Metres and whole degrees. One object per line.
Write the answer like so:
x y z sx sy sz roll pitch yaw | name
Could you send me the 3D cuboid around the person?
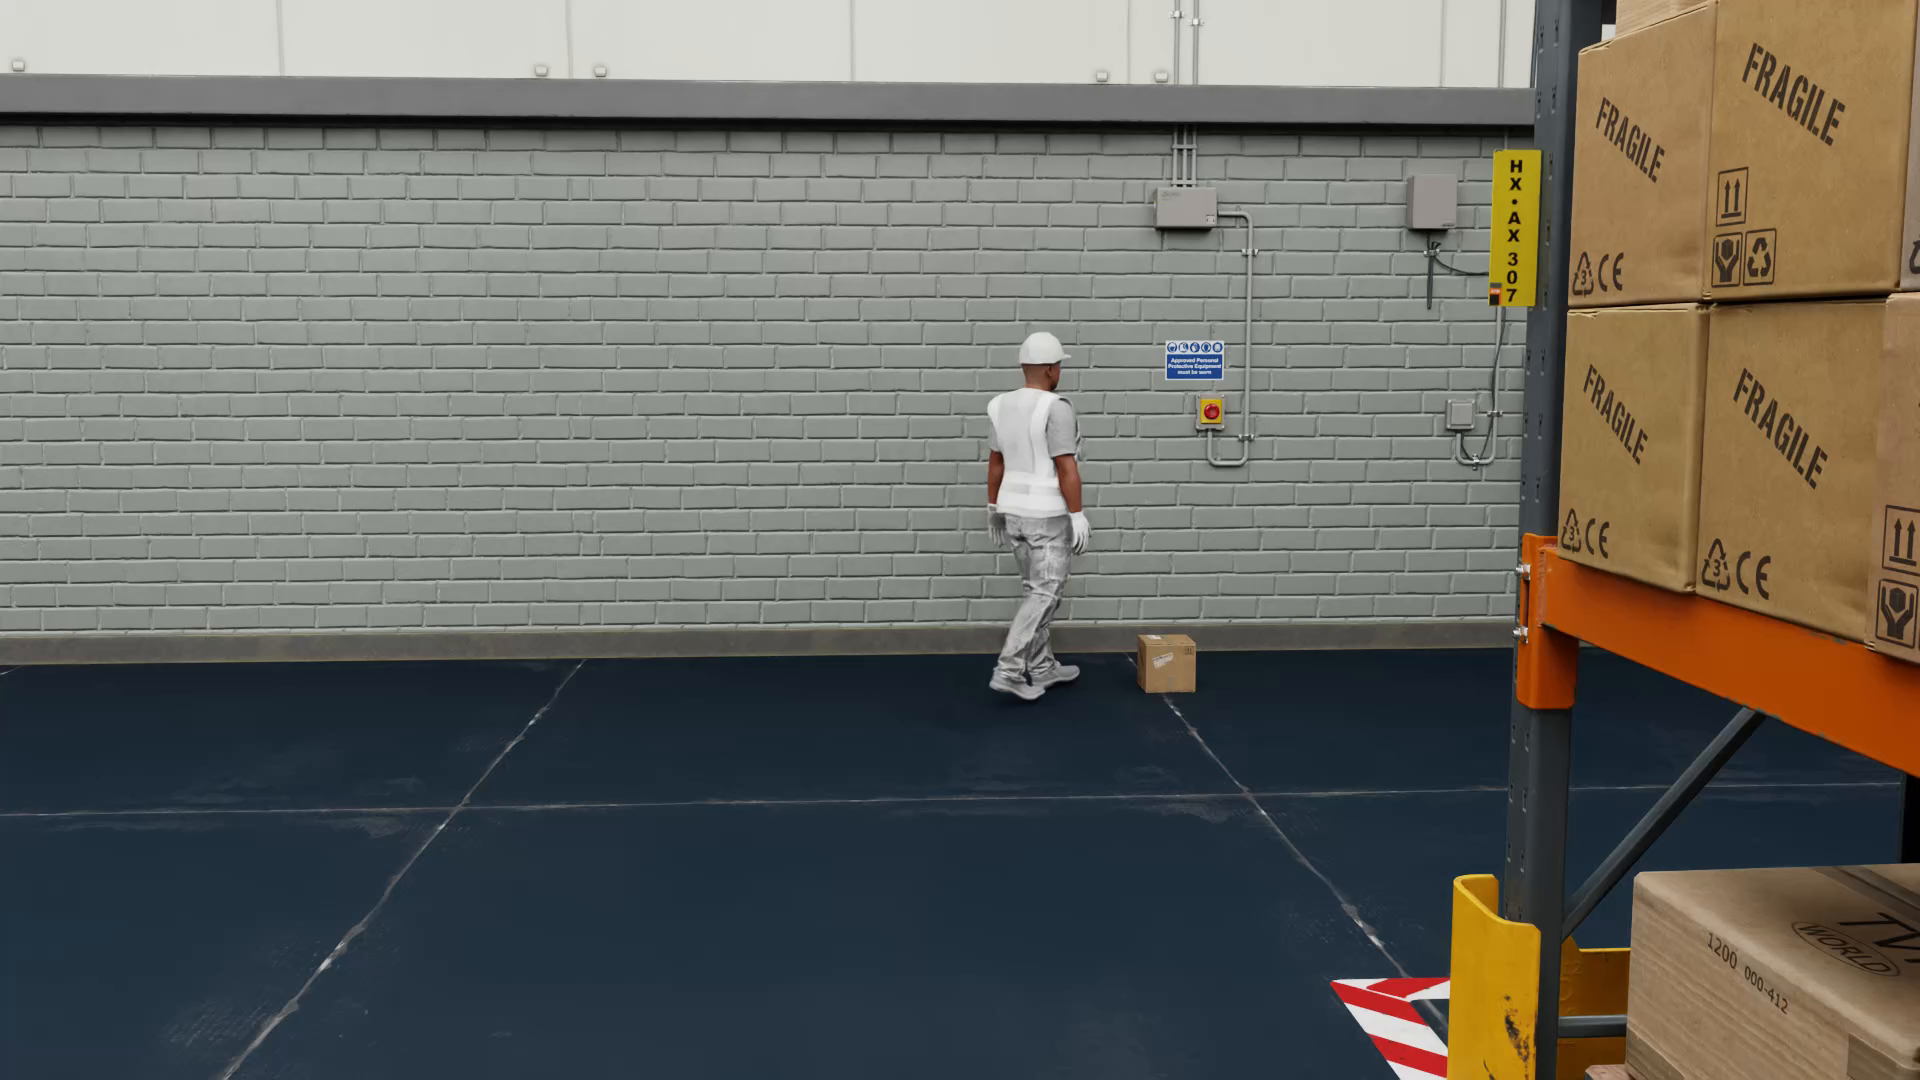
0.387 -0.122 8.145 0.744 1.781 0.594 -5 9 -38 | person
